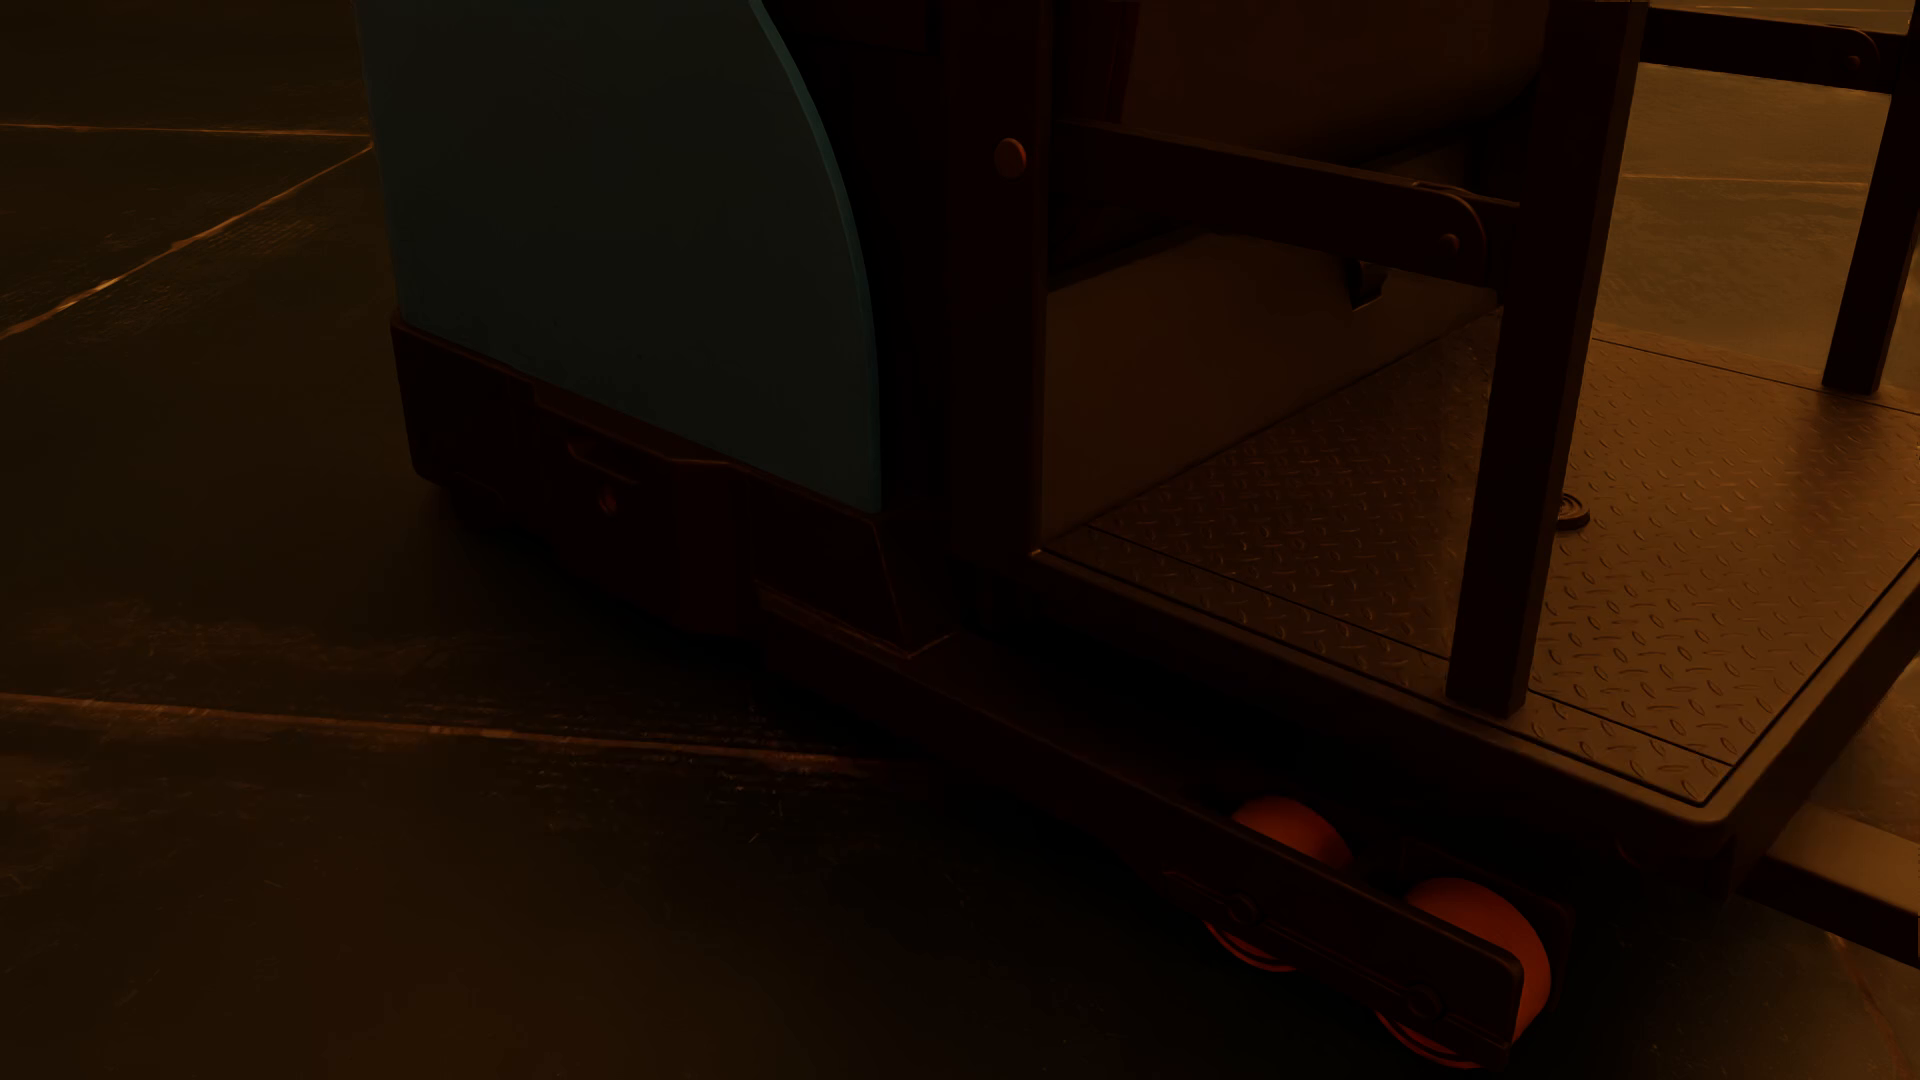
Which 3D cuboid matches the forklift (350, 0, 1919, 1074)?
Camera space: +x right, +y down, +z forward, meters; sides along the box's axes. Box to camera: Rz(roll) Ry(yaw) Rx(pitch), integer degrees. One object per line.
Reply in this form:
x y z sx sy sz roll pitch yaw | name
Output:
0.580 -1.094 1.410 3.031 2.935 1.130 22 34 37 | forklift
